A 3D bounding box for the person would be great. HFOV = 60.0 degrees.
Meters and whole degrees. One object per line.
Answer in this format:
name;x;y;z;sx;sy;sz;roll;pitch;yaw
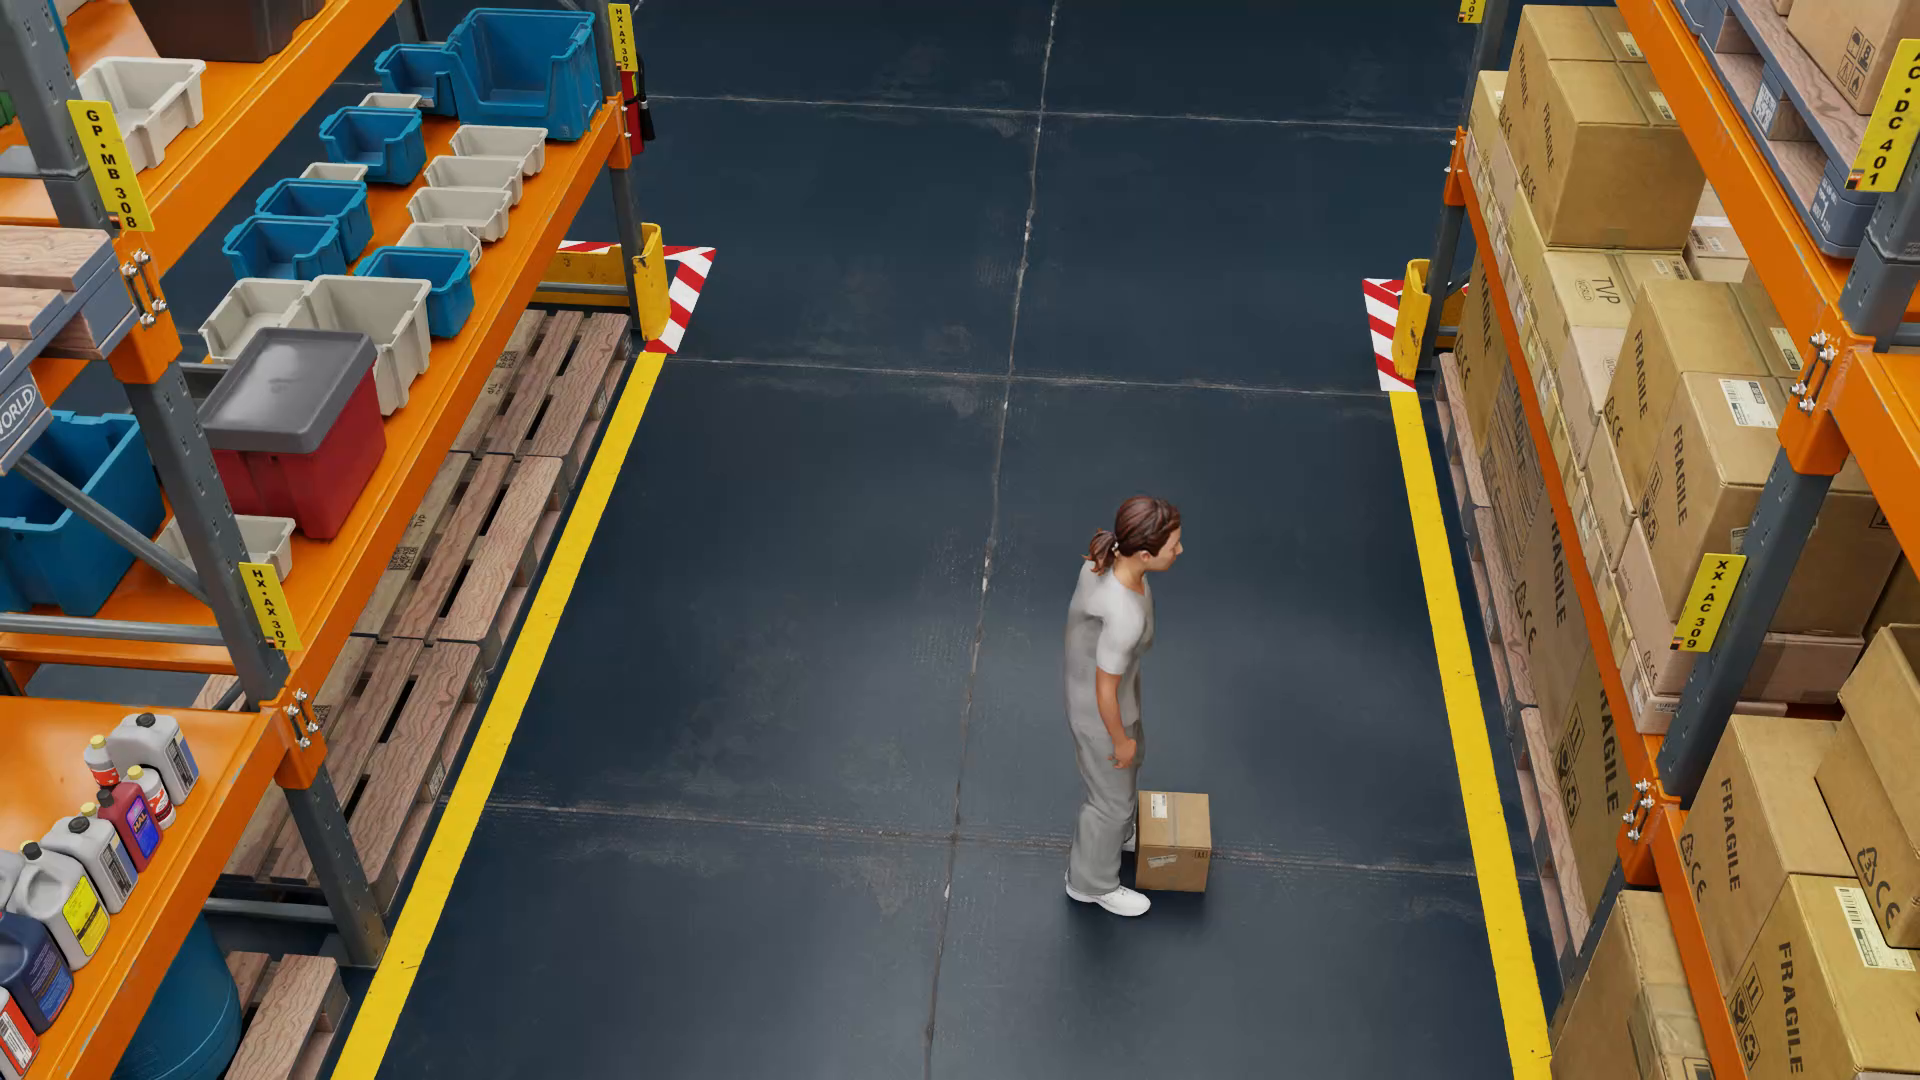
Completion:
person;0.540;0.534;5.525;0.404;1.673;0.491;3;40;4
